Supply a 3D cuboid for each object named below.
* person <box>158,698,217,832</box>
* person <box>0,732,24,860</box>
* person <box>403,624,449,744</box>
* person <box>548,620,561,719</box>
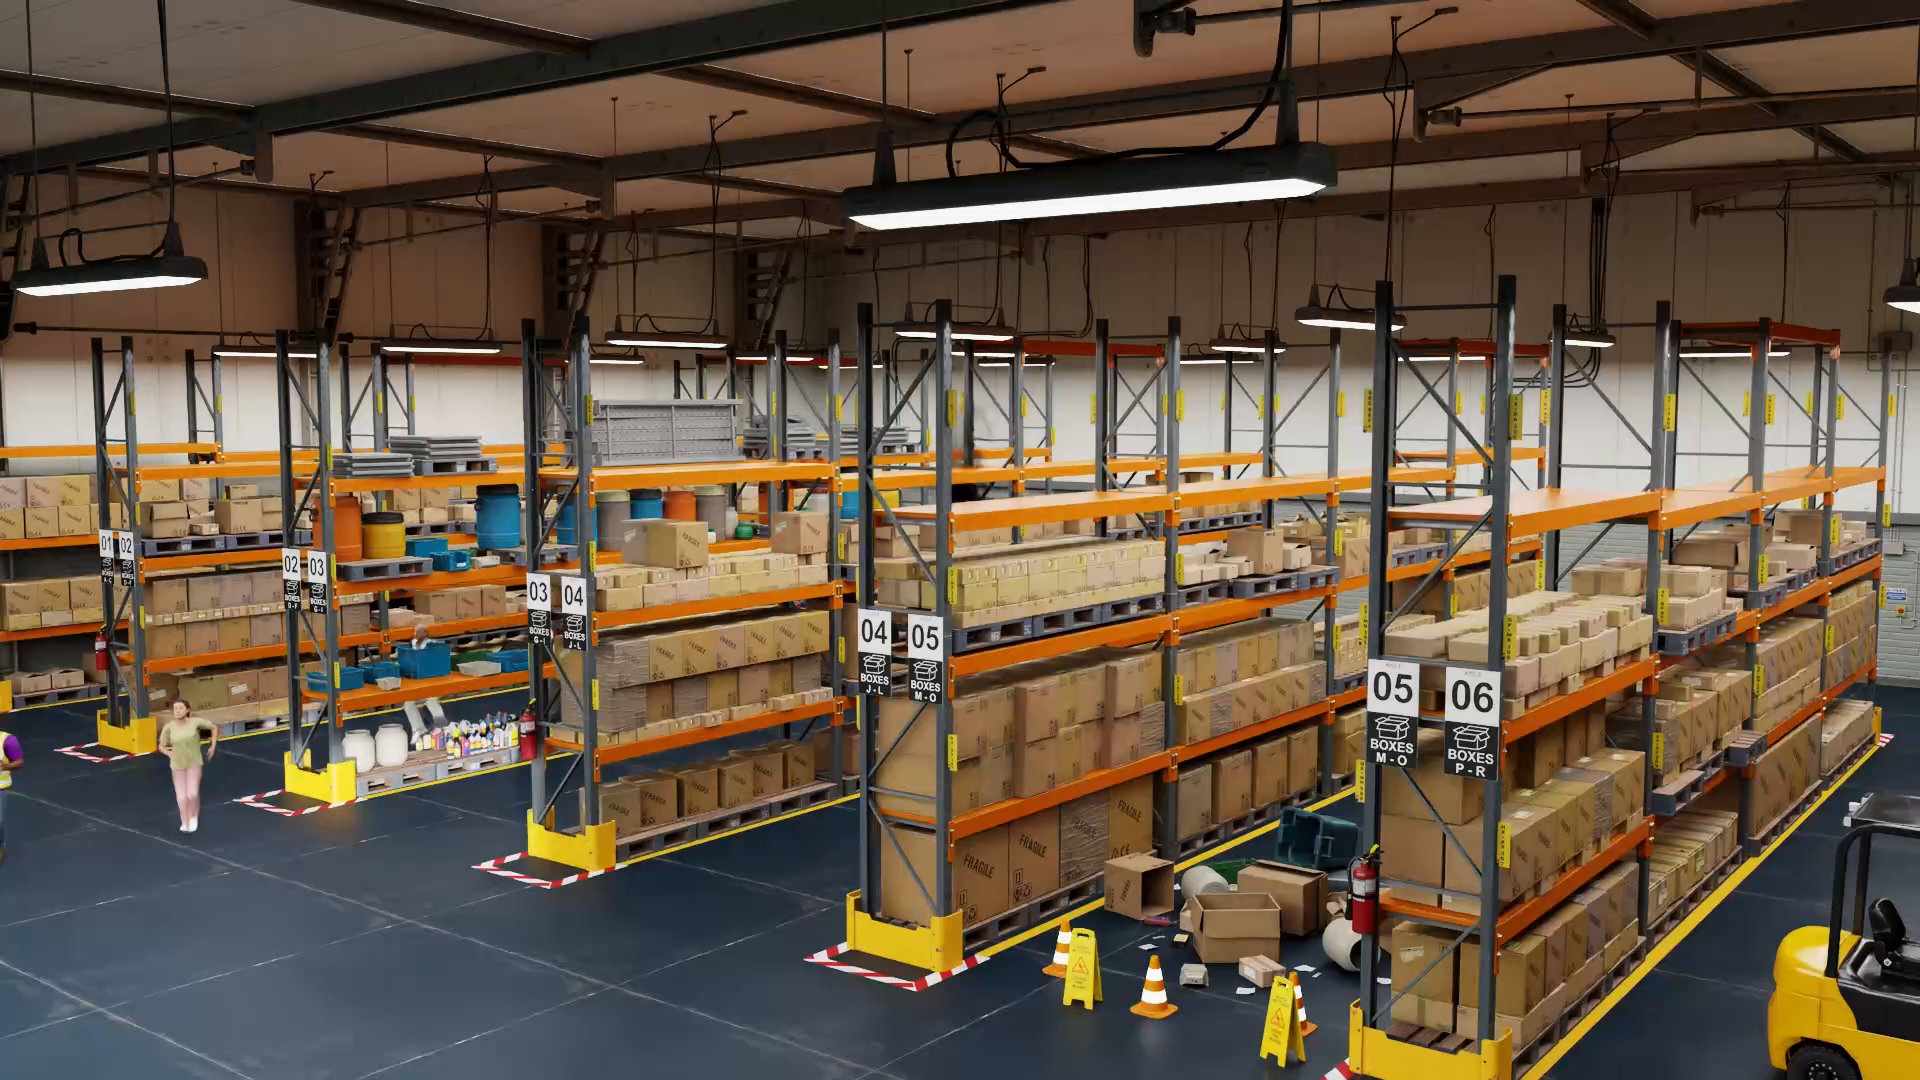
[{"bbox_3d":[-9.026,2.646,19.440,0.595,1.620,0.769,-1,5,-13],"label":"person"},{"bbox_3d":[-10.515,2.723,18.021,0.674,1.832,0.787,-3,6,-27],"label":"person"},{"bbox_3d":[-7.987,2.140,24.823,0.613,1.814,0.909,2,5,18],"label":"person"},{"bbox_3d":[-6.529,1.990,26.555,0.664,1.730,0.601,3,6,34],"label":"person"}]
